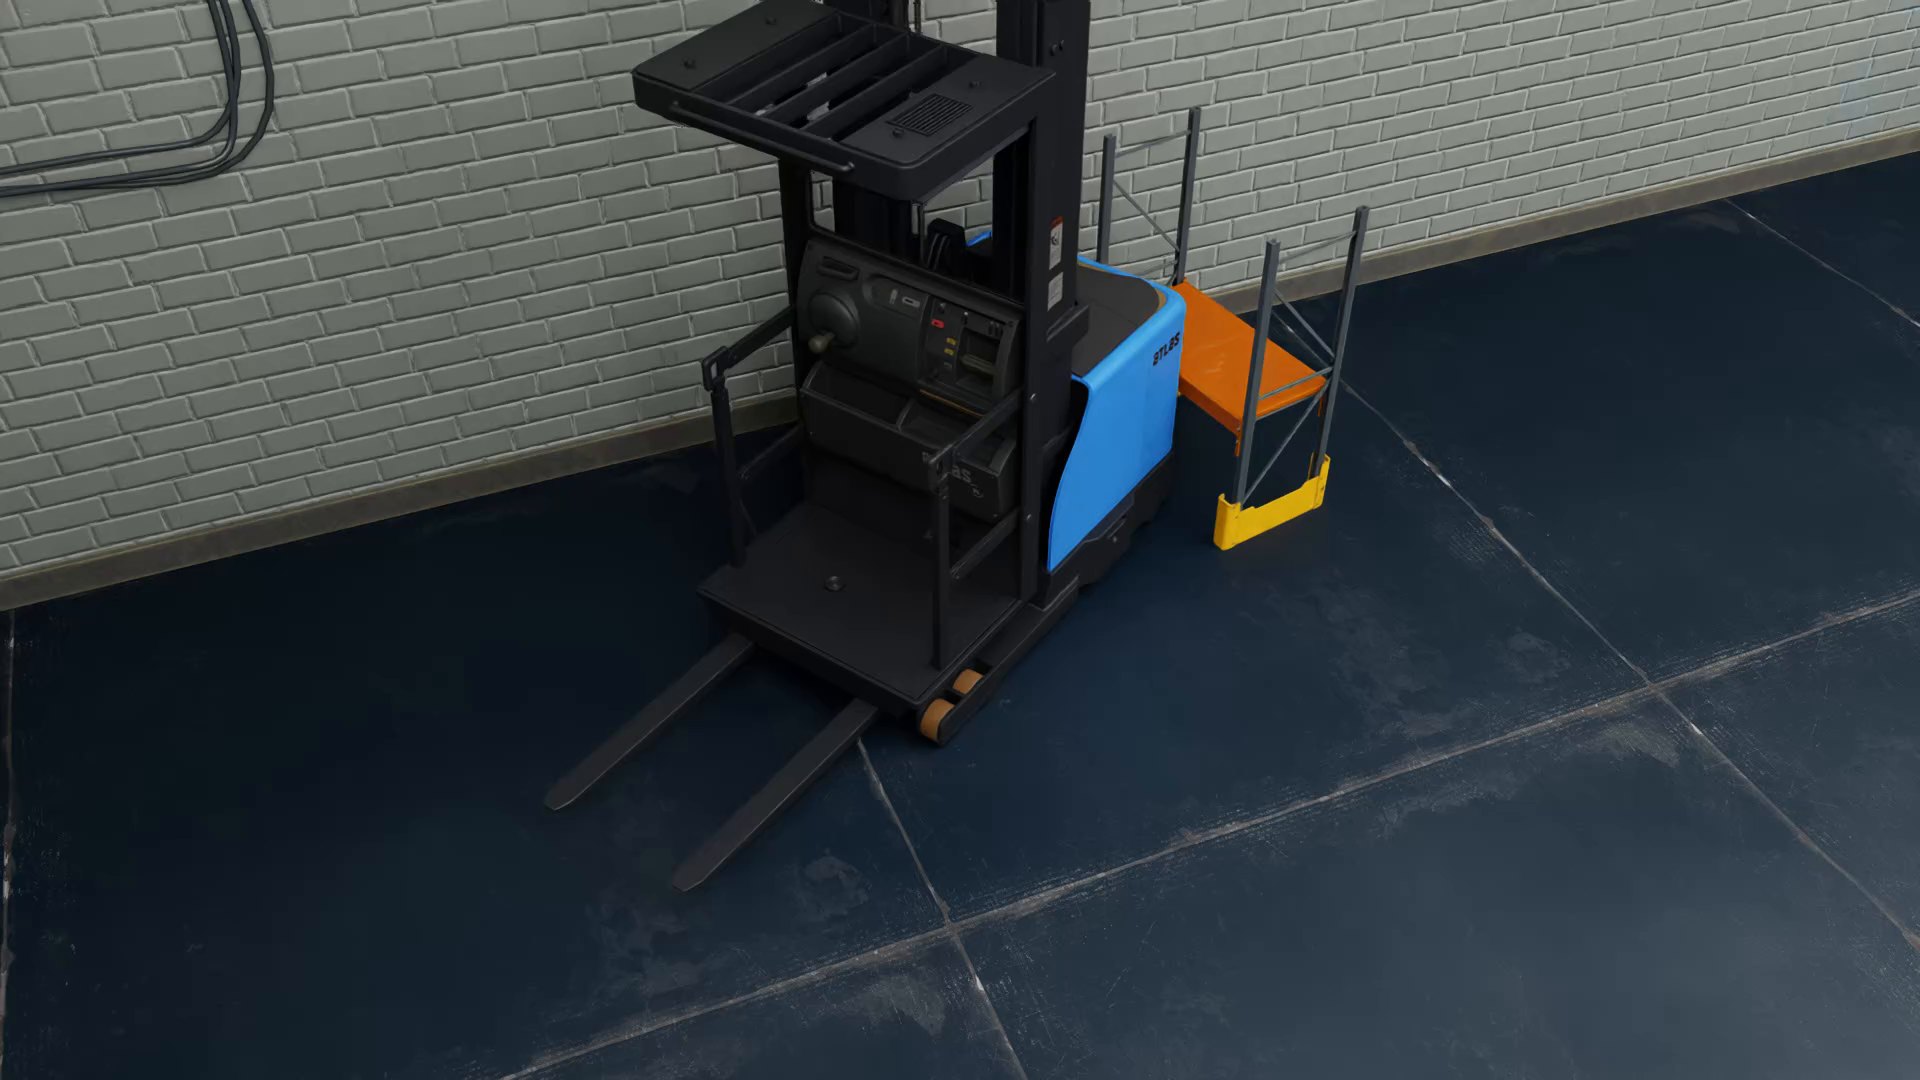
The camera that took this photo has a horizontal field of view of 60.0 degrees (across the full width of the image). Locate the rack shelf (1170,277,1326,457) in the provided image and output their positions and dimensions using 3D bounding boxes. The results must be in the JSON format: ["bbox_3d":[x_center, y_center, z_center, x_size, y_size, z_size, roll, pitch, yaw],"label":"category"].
[{"bbox_3d":[1.093,-0.778,7.281,0.538,0.185,1.000,-23,46,-25],"label":"rack shelf"}]

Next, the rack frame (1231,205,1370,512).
[{"bbox_3d":[1.373,-0.638,6.841,0.500,1.500,0.032,-23,46,-25],"label":"rack frame"}]

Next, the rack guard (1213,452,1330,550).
[{"bbox_3d":[1.362,-0.174,7.261,0.587,0.250,0.087,-23,46,-25],"label":"rack guard"}]

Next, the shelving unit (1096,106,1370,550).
[{"bbox_3d":[1.088,-0.920,7.169,0.587,1.500,1.083,-23,46,-25],"label":"shelving unit"}]

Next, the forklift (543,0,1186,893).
[{"bbox_3d":[-0.320,-0.699,5.815,1.130,2.935,3.031,25,46,26],"label":"forklift"}]

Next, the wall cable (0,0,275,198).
[{"bbox_3d":[-3.900,-1.949,4.997,3.097,2.526,0.112,-15,43,-17],"label":"wall cable"}]

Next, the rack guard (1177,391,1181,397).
[{"bbox_3d":[0.815,-0.717,7.892,0.587,0.250,0.087,-23,46,-25],"label":"rack guard"}]

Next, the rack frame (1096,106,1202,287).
[{"bbox_3d":[0.814,-1.192,7.485,0.500,1.500,0.032,-23,46,-25],"label":"rack frame"}]
